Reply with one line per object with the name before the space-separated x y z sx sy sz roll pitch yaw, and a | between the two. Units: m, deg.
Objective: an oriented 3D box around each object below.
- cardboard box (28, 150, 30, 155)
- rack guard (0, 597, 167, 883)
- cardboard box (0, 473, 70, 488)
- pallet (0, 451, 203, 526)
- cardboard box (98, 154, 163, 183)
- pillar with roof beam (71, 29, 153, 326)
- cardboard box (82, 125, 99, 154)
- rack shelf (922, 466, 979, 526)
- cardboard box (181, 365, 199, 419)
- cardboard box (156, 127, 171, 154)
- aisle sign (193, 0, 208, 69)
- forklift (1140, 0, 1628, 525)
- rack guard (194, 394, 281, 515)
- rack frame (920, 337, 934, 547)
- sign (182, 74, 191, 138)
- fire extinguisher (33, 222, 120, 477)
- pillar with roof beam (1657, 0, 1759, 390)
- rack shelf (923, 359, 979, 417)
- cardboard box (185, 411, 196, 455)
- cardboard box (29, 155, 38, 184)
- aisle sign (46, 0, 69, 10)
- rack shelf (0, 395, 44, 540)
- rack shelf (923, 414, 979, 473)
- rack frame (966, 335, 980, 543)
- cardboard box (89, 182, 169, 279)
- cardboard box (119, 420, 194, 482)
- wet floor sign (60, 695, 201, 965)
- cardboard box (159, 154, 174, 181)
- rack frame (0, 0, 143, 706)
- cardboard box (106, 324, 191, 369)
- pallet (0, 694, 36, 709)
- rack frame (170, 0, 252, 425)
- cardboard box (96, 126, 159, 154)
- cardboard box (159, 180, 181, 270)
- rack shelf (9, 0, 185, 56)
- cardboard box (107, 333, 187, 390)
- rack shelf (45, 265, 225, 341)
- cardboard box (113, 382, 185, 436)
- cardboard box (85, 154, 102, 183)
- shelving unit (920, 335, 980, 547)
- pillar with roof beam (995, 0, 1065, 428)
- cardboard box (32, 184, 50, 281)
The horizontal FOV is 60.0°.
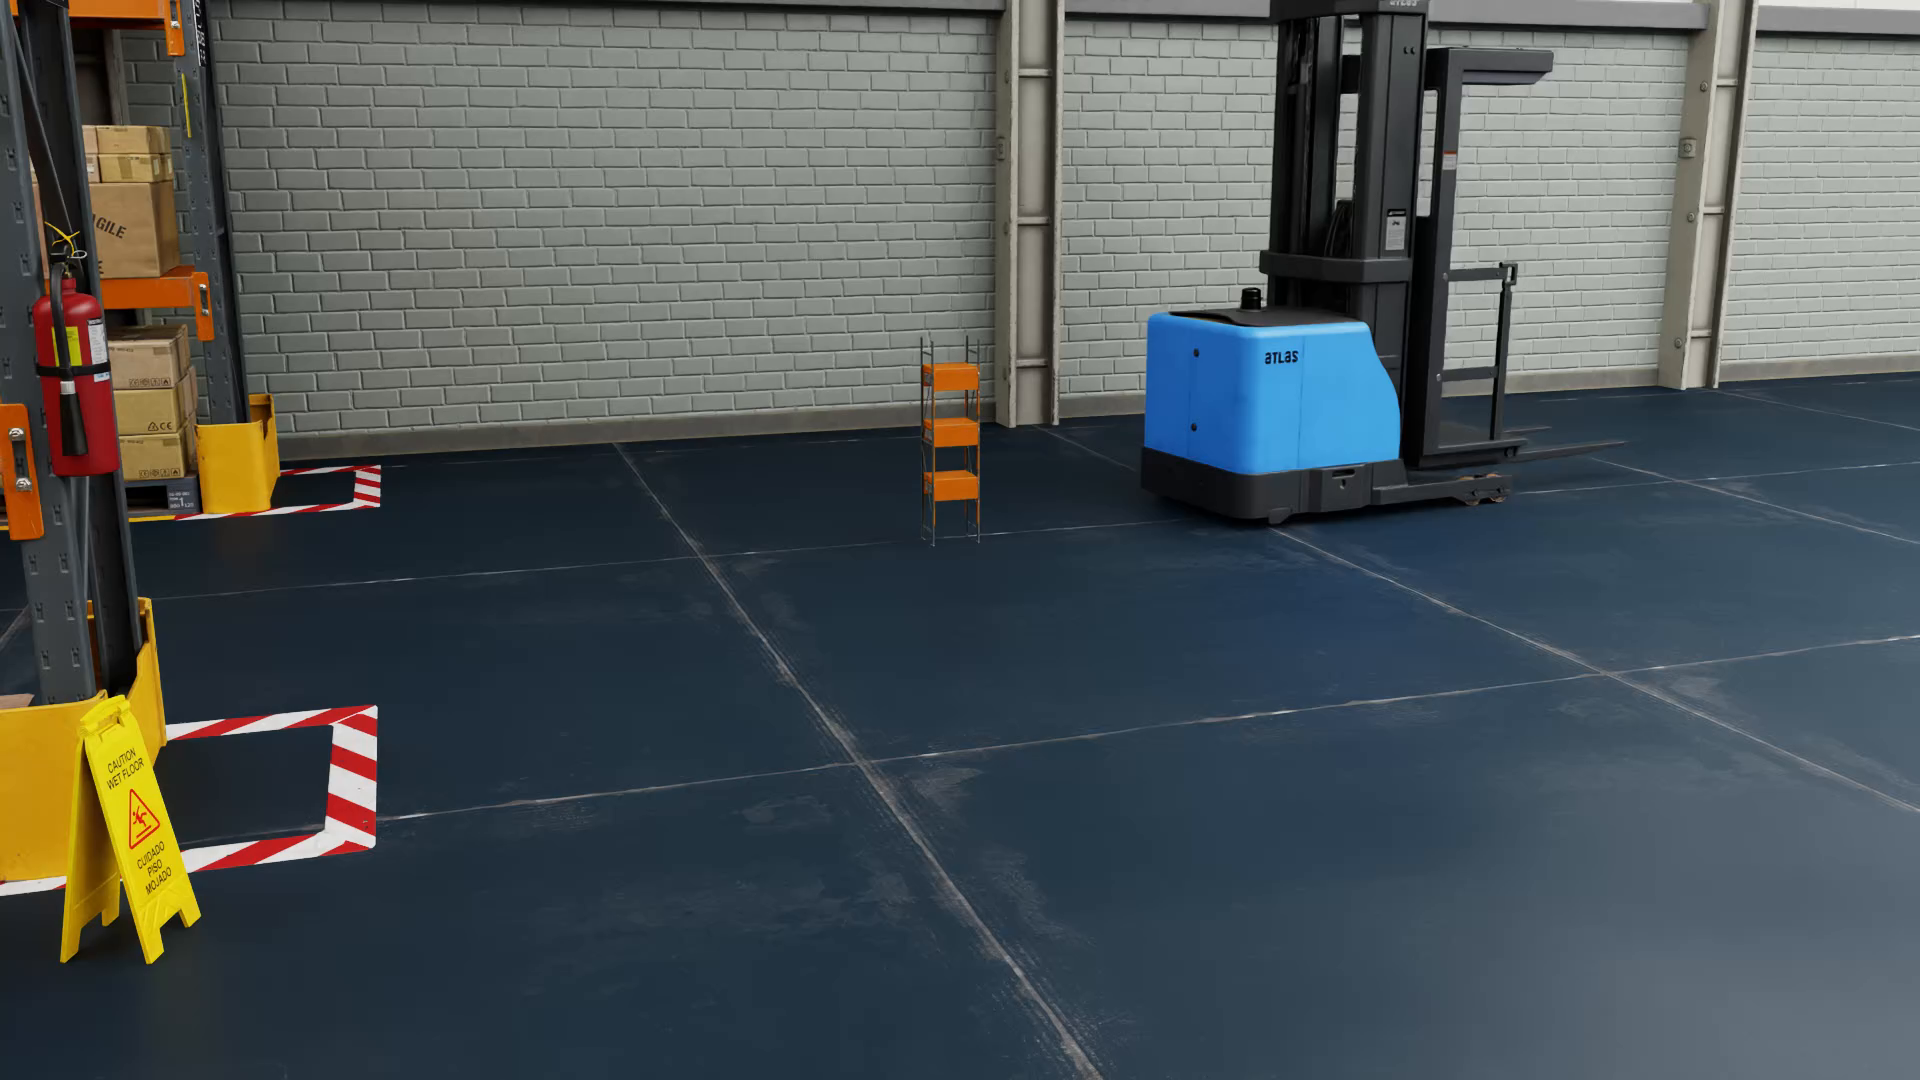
cardboard box | -4.983 -2.121 8.817 0.250 0.149 0.380 -4 14 -17
rack guard | -2.733 0.575 5.145 0.348 0.500 1.175 -4 14 -18
cardboard box | -5.066 -0.463 9.142 0.500 0.250 0.500 -4 14 -18
pallet | -4.959 -0.313 9.502 1.213 0.211 1.003 -4 14 -18
cardboard box | -4.487 -2.012 9.003 0.250 0.149 0.380 -4 14 -17
pillar with roof beam | -3.822 -3.856 5.407 0.400 9.000 9.100 -4 14 -18
cardboard box | -4.744 -2.146 8.924 0.250 0.149 0.380 -4 14 -18
rack shelf | -0.051 -0.226 8.571 0.240 0.259 0.215 -4 14 -18
cardboard box | -4.759 -0.856 9.713 0.500 0.250 0.500 -4 14 -17
cardboard box | -4.634 -2.266 9.427 0.250 0.149 0.380 -5 14 -19
aisle sign | -4.091 -2.940 8.904 0.004 0.787 0.394 -4 14 -18
forklift | 2.598 -1.723 9.551 3.031 2.935 1.130 -7 15 -26
rack guard | -4.225 -0.521 9.752 0.348 0.500 1.175 -4 14 -18
rack frame | -0.166 -0.498 8.467 0.008 1.050 0.200 -4 14 -18
sign | -4.088 -2.294 8.789 0.005 0.325 0.100 -4 14 -18
fire extinguisher | -2.405 -0.517 4.499 0.183 0.674 0.296 -4 14 -18
pillar with roof beam | 7.552 -4.741 9.130 0.400 9.000 9.100 -4 14 -18
rack shelf | -0.051 -0.773 8.441 0.240 0.259 0.215 -4 14 -18
cardboard box | -4.775 -0.608 9.753 0.500 0.250 0.500 -4 14 -18
cardboard box | -4.985 -1.981 8.872 0.250 0.149 0.380 -4 14 -17
aisle sign | -2.701 -1.984 4.884 0.004 0.787 0.394 -4 14 -18
rack shelf | -4.556 -0.149 4.342 4.000 0.370 1.077 -4 14 -18
rack shelf | -0.051 -0.497 8.507 0.240 0.259 0.215 -4 14 -18
rack frame | 0.065 -0.516 8.543 0.008 1.050 0.200 -4 14 -18
cardboard box | -4.630 -1.690 9.049 0.500 0.500 0.500 -5 14 -19
cardboard box | -4.592 -0.498 9.288 0.500 0.250 0.500 -4 14 -18
wet floor sign | -2.139 0.719 4.225 0.232 0.644 0.267 0 13 1
cardboard box | -4.652 -2.131 9.503 0.250 0.149 0.380 -5 14 -20
rack frame | -2.661 -0.647 4.880 0.127 3.000 1.000 -4 14 -18
cardboard box | -4.763 -1.094 9.635 0.500 0.250 0.500 -5 14 -19
pallet | -3.514 0.768 4.959 1.213 0.211 1.003 -4 14 -18
rack frame | -4.247 -1.735 9.455 0.127 3.000 1.000 -4 14 -18
cardboard box | -4.520 -2.171 9.029 0.250 0.149 0.380 -4 14 -18
cardboard box | -4.806 -1.808 9.546 0.500 0.500 0.500 -4 14 -16
rack shelf | -6.143 -2.697 8.571 4.000 0.370 1.077 -4 14 -18
cardboard box | -4.584 -0.986 9.179 0.500 0.250 0.500 -4 14 -16
rack shelf | -6.143 -1.238 8.918 4.000 0.370 1.077 -4 14 -18
cardboard box | -4.609 -0.740 9.228 0.500 0.250 0.500 -5 14 -19
cardboard box | -4.719 -1.987 8.896 0.250 0.149 0.380 -4 14 -17
shelving unit | -0.051 -0.507 8.505 0.252 1.050 0.215 -4 14 -18
pillar with roof beam | 1.865 -4.299 7.268 0.400 9.000 9.100 -4 14 -18
cardboard box | -5.125 -1.654 8.897 0.500 0.500 0.500 -4 14 -16
